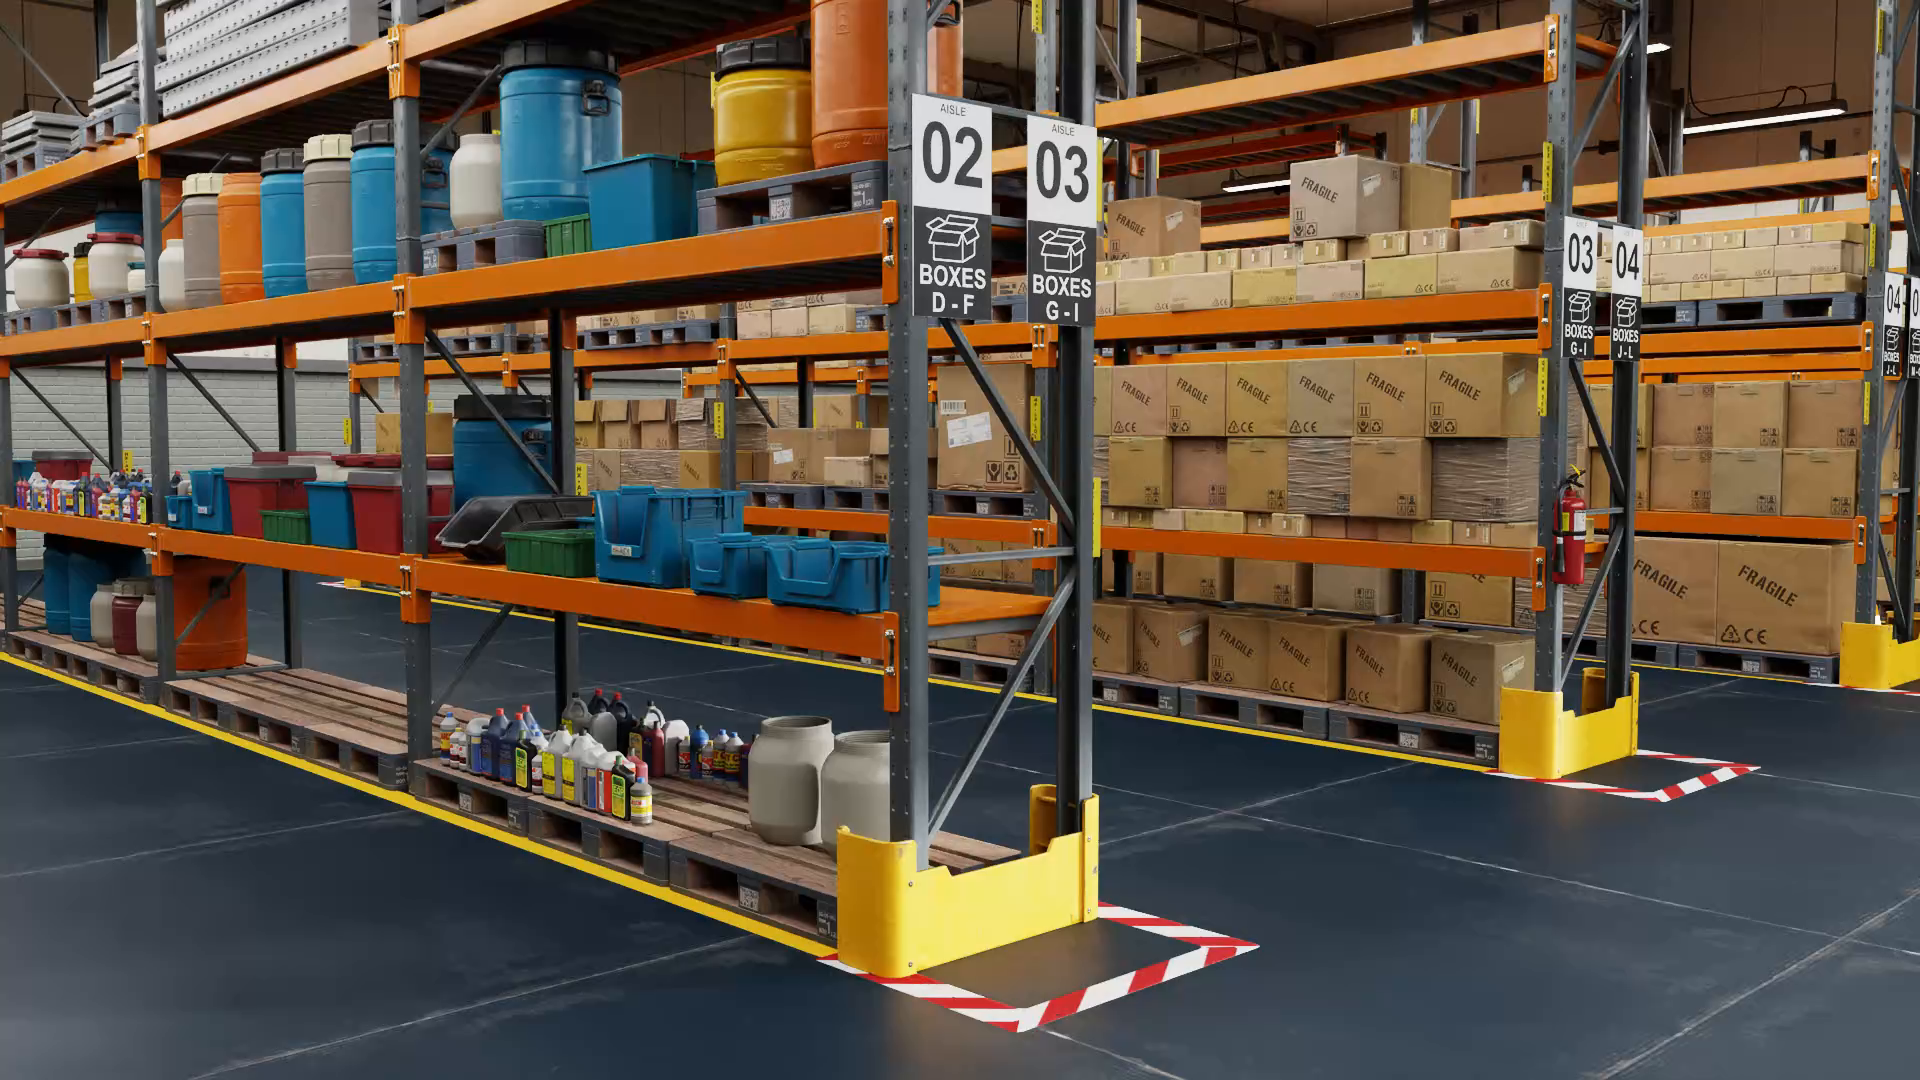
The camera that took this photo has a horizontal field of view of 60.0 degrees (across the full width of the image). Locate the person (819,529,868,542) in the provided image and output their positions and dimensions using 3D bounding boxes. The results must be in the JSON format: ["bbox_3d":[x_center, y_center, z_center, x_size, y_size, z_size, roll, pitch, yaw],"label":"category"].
[{"bbox_3d":[-1.241,-0.050,17.529,0.529,1.770,0.563,-4,5,-43],"label":"person"}]
